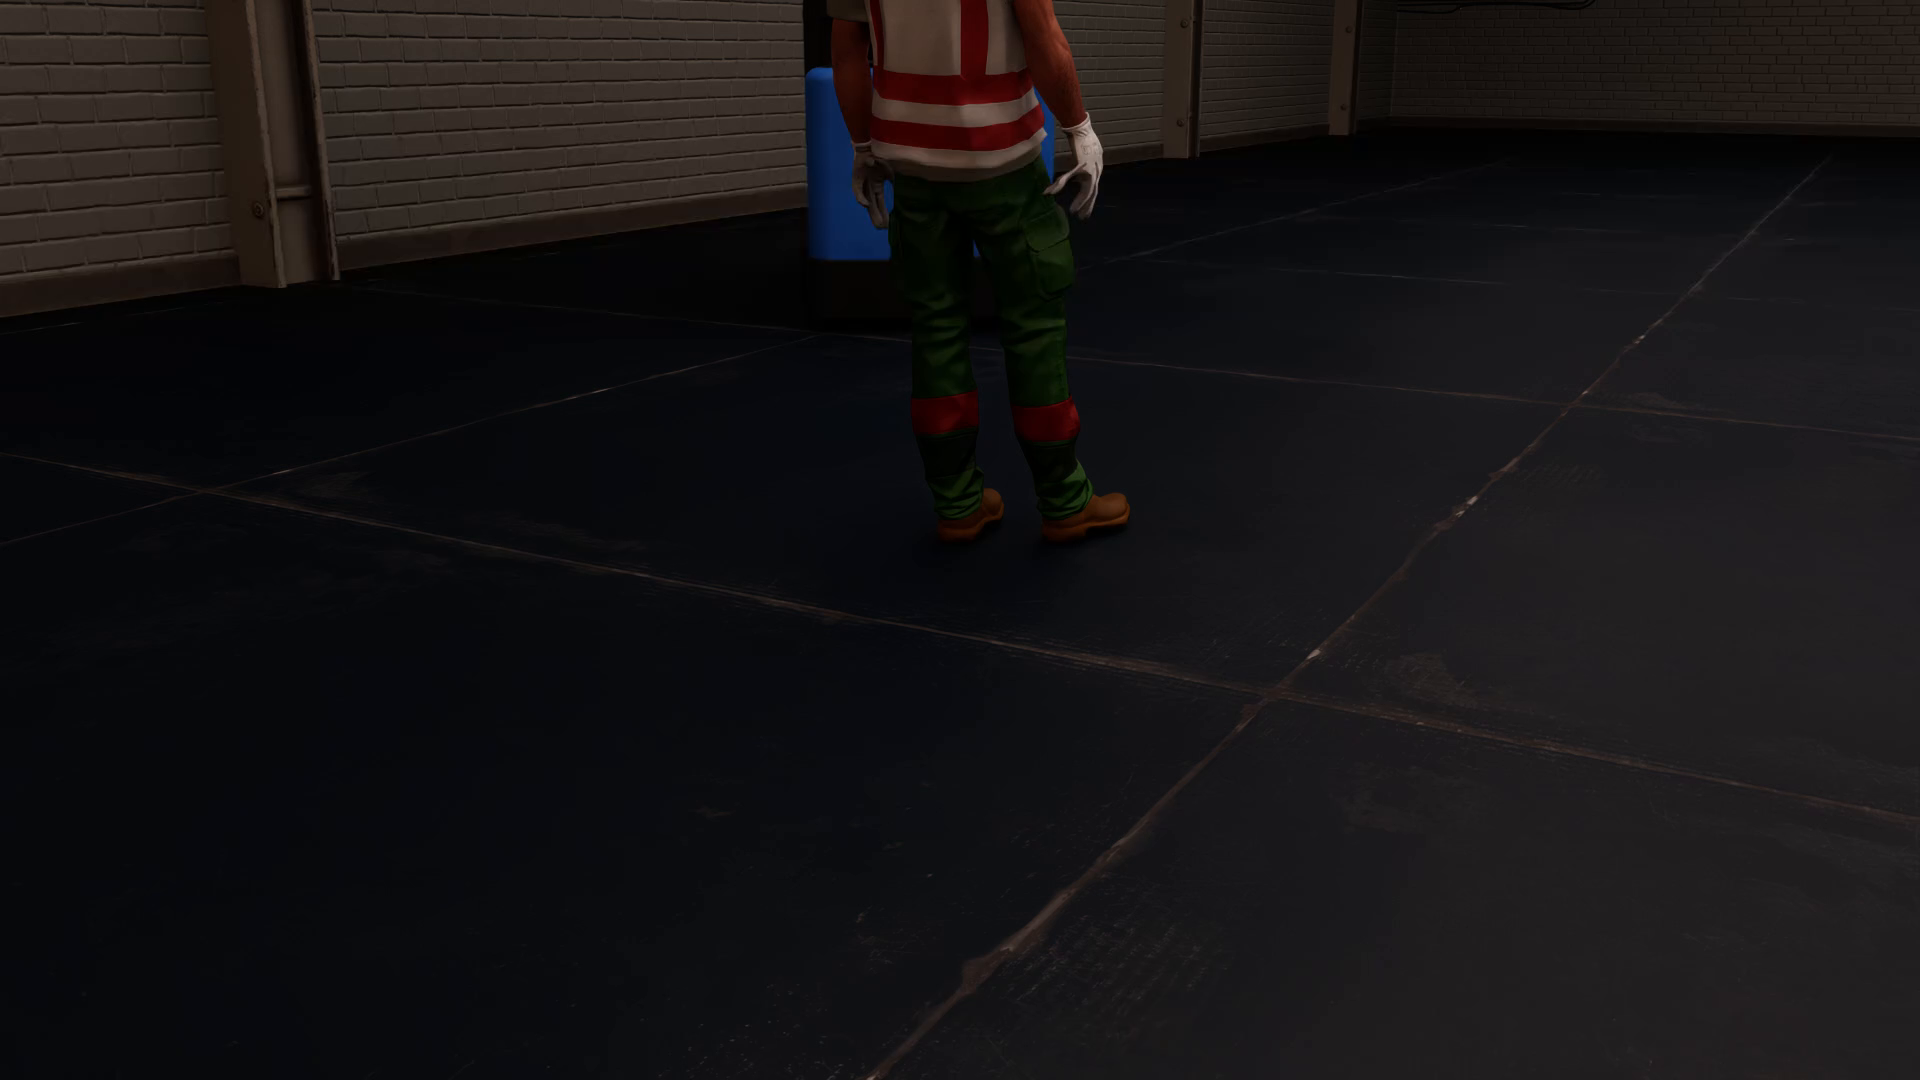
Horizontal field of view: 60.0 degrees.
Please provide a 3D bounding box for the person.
[{"bbox_3d":[0.050,-0.883,3.846,0.637,1.787,0.564,9,19,28],"label":"person"}]

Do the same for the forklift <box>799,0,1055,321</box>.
[{"bbox_3d":[-0.209,-2.691,7.993,1.130,2.935,3.031,-1,16,-3],"label":"forklift"}]
